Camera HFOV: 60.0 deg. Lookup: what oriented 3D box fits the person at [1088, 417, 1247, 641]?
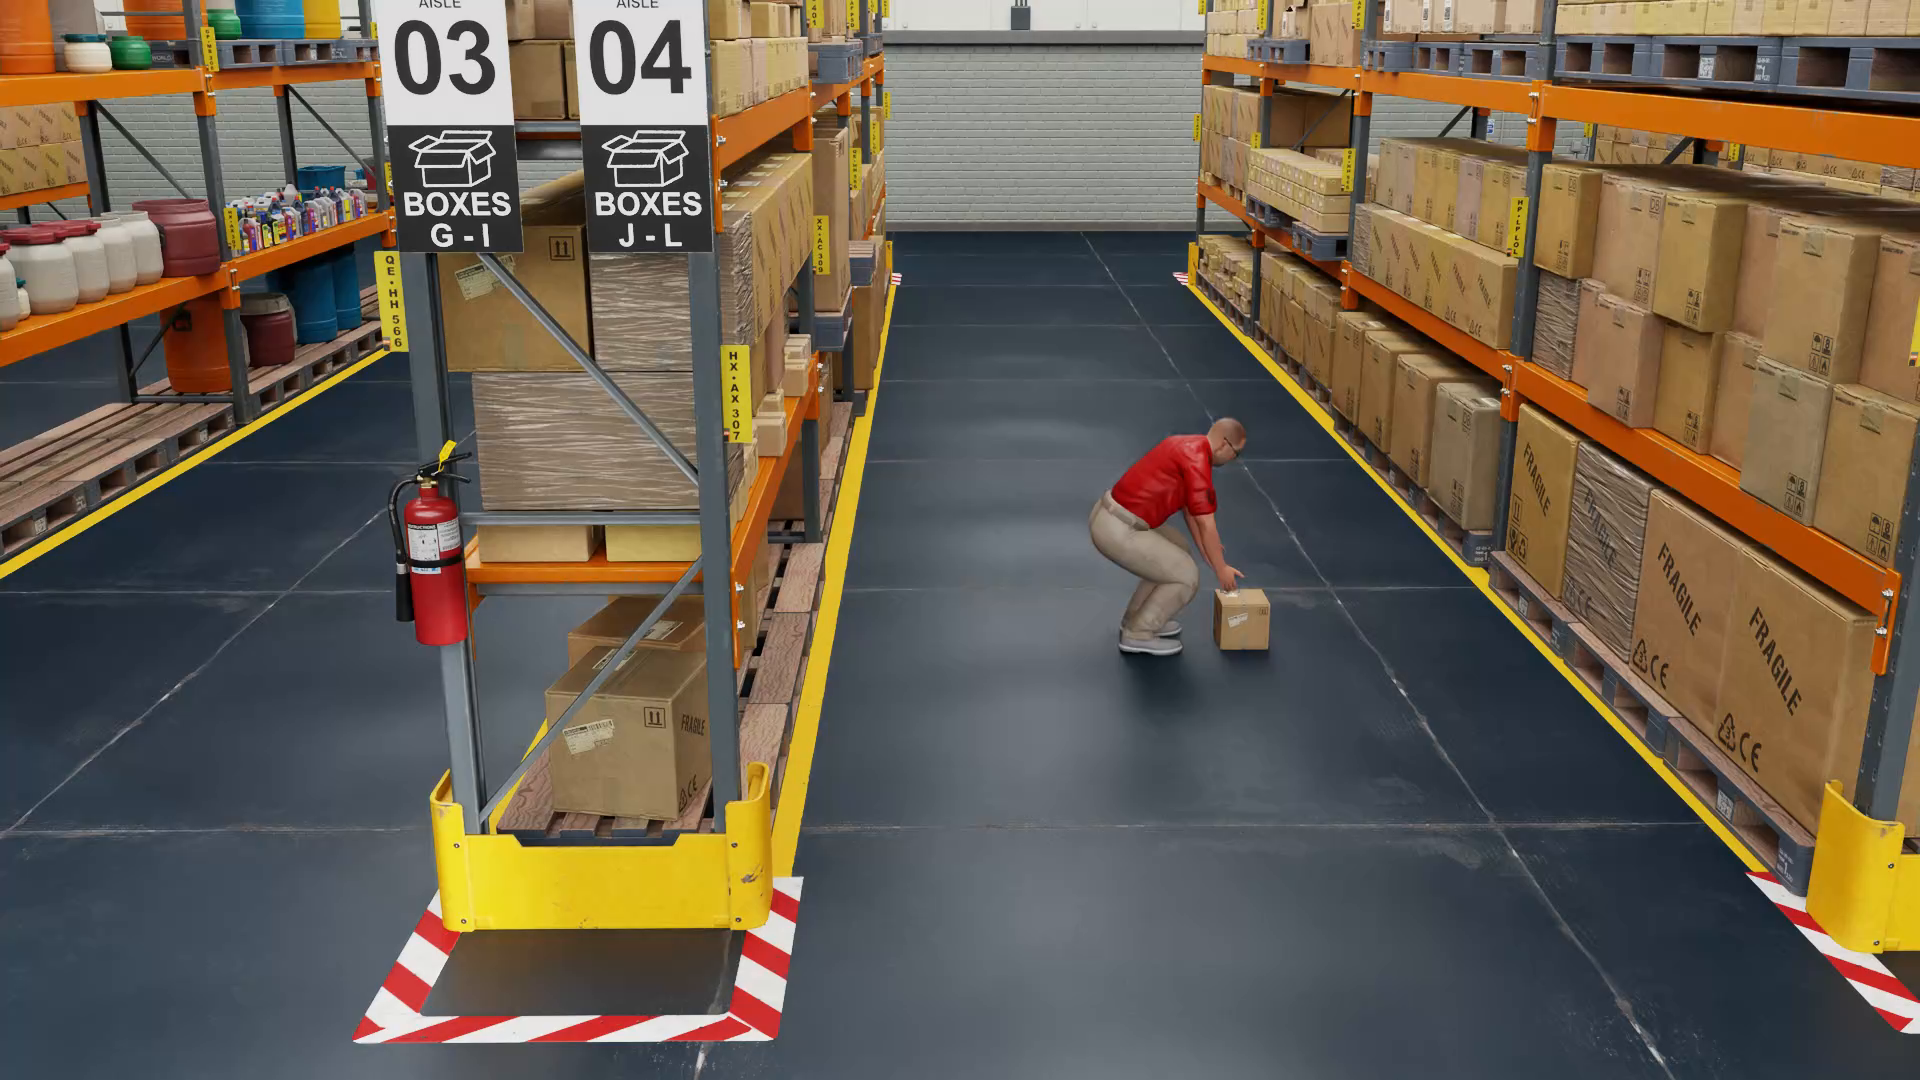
[{"bbox_3d":[1.064,-0.077,8.623,0.805,1.131,0.580,0,17,-1],"label":"person"}]
